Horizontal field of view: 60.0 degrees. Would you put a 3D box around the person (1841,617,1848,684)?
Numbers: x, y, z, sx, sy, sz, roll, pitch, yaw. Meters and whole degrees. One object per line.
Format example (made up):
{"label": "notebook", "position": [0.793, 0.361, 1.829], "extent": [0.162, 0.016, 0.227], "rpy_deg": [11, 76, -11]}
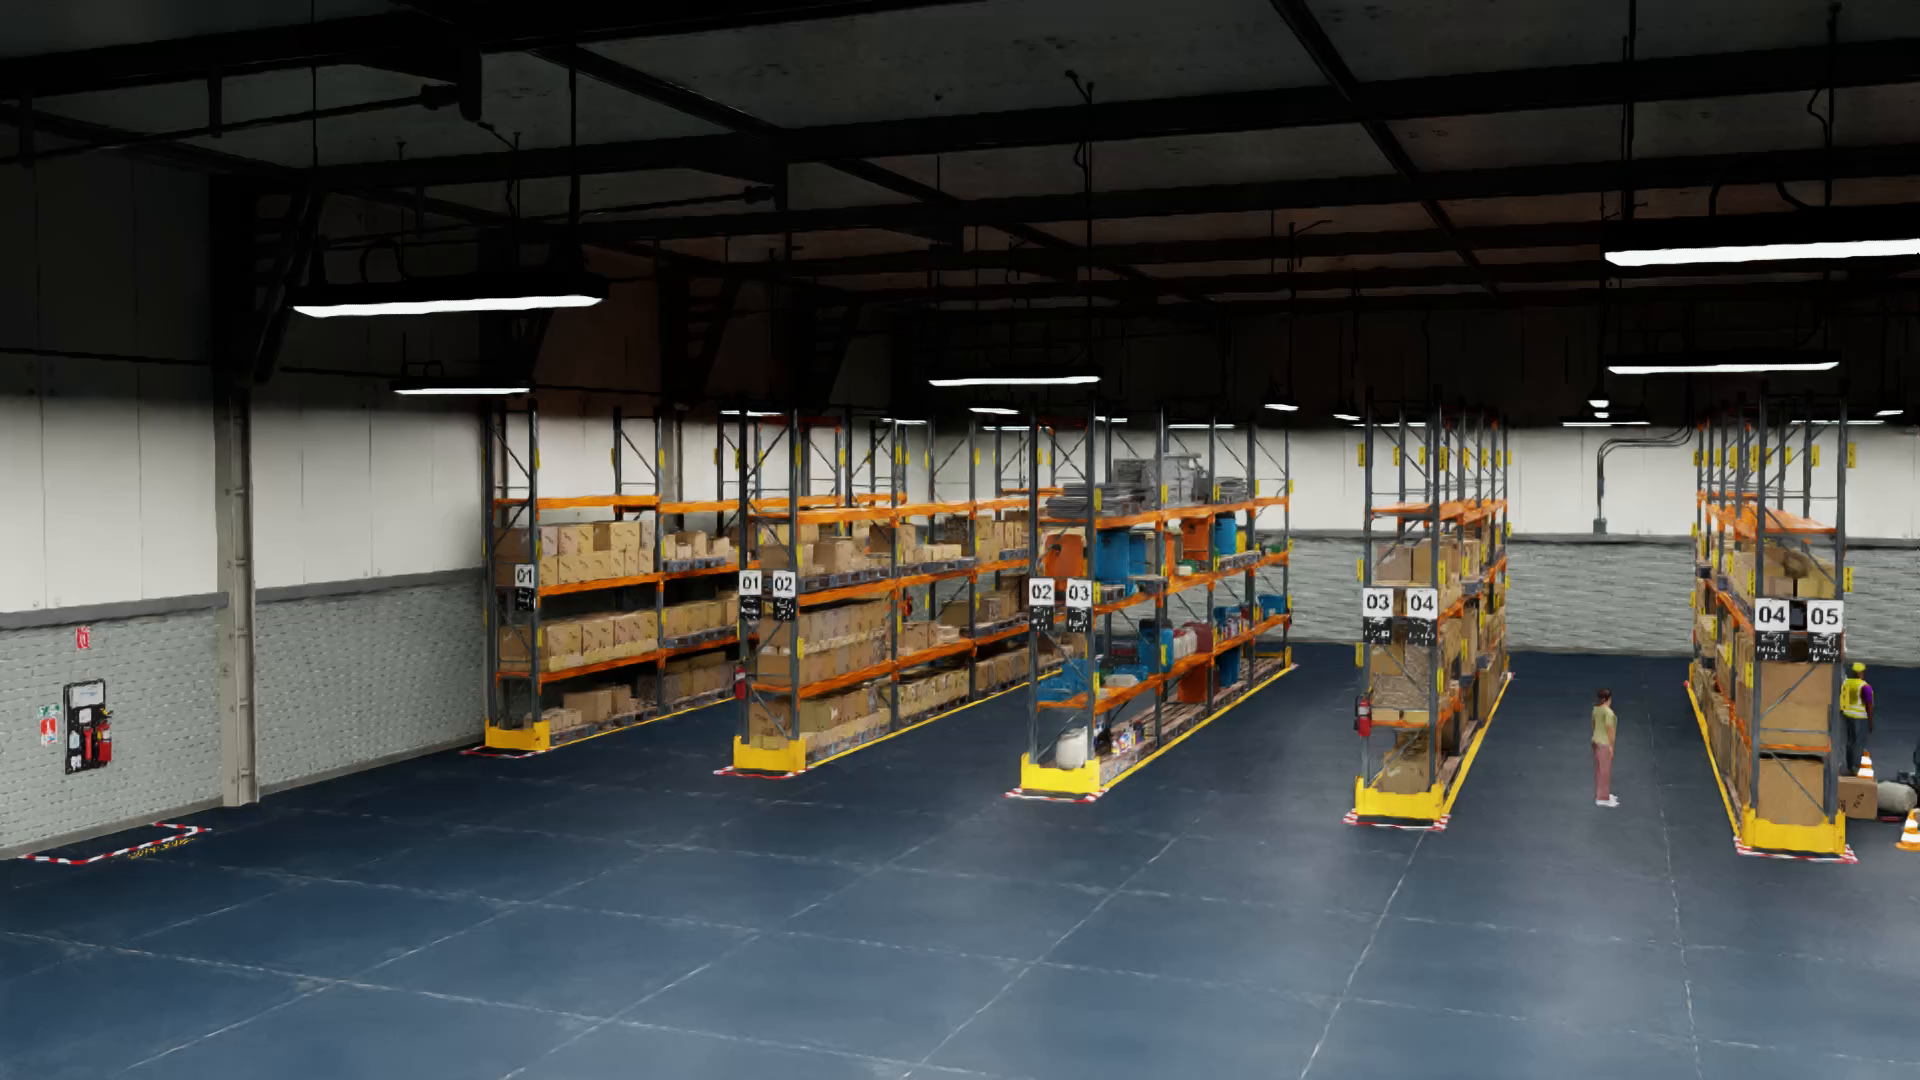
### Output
{"label": "person", "position": [18.623, 2.367, 35.342], "extent": [0.502, 1.772, 0.620], "rpy_deg": [1, 3, 15]}

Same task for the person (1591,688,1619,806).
{"label": "person", "position": [9.343, 2.968, 24.012], "extent": [0.432, 1.673, 0.499], "rpy_deg": [0, 3, -9]}

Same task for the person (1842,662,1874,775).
{"label": "person", "position": [14.242, 2.803, 26.295], "extent": [0.452, 1.768, 0.630], "rpy_deg": [0, 3, -9]}
